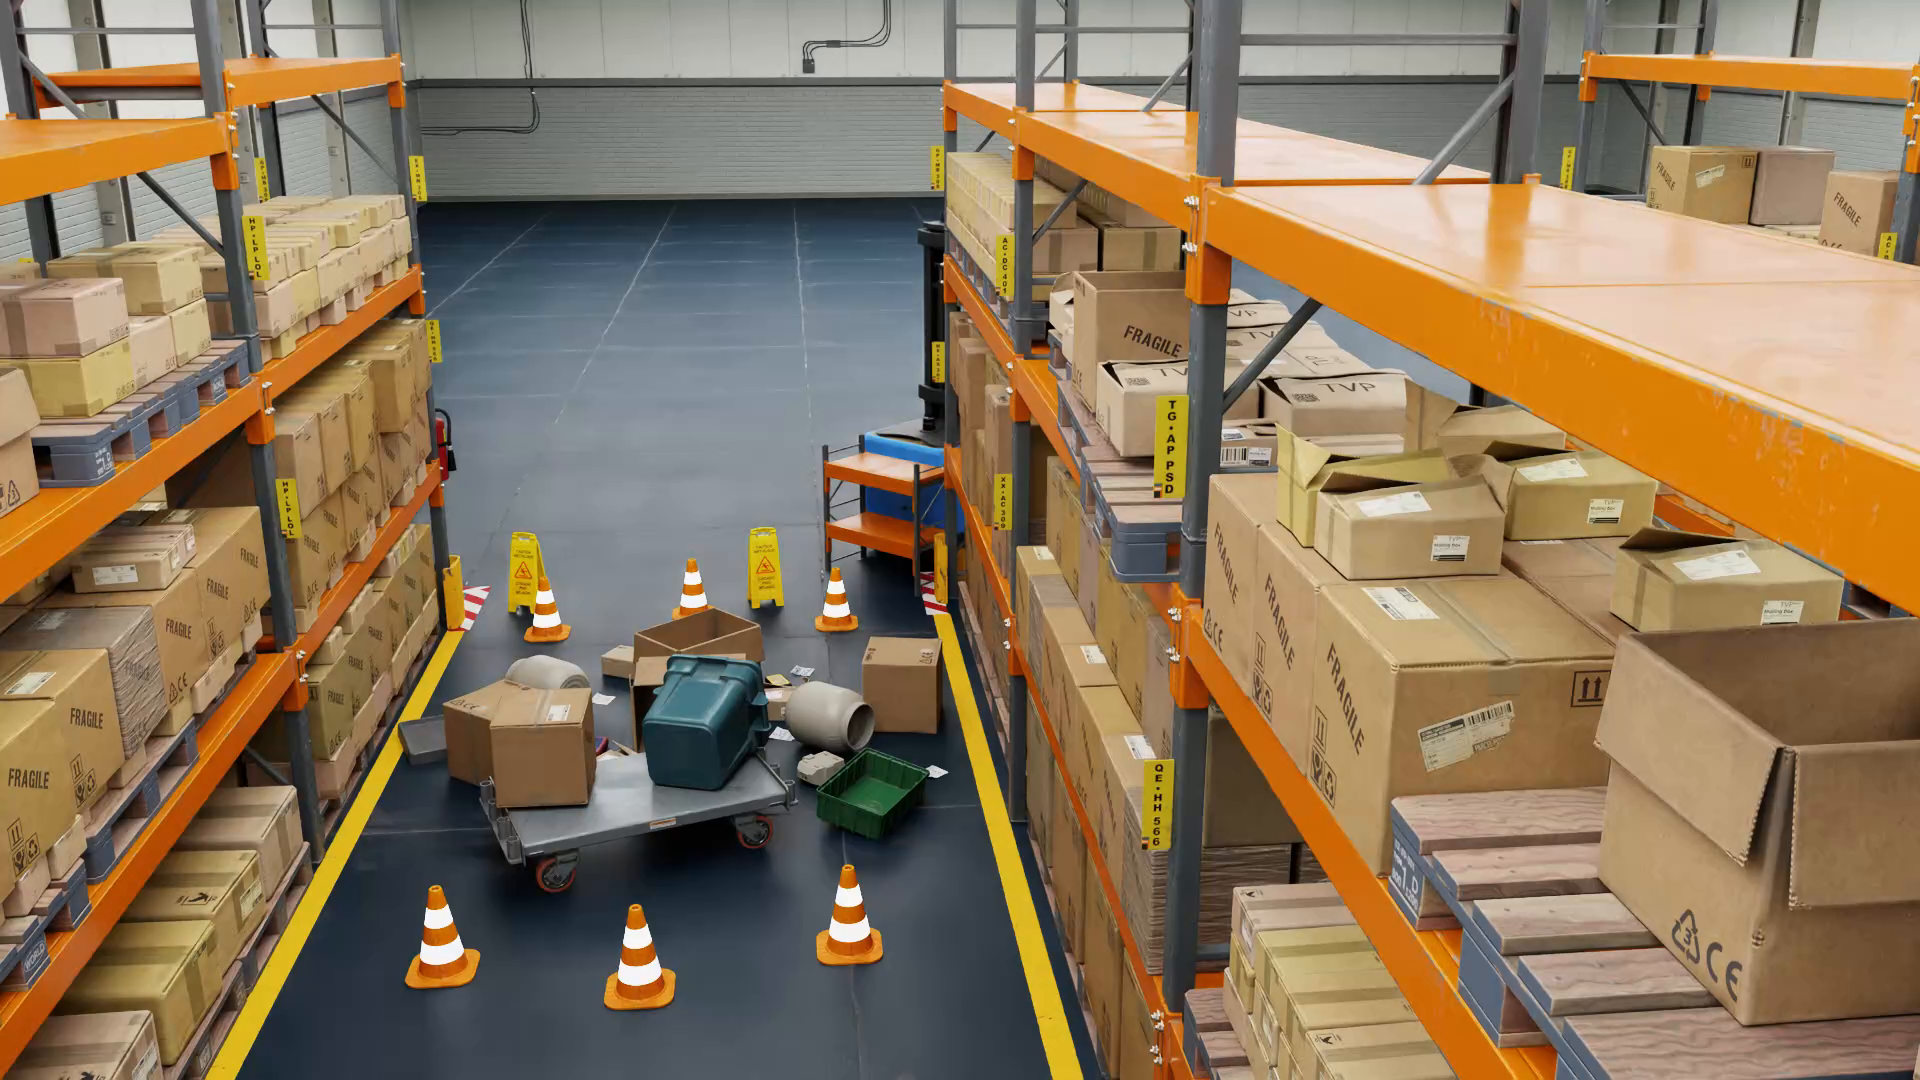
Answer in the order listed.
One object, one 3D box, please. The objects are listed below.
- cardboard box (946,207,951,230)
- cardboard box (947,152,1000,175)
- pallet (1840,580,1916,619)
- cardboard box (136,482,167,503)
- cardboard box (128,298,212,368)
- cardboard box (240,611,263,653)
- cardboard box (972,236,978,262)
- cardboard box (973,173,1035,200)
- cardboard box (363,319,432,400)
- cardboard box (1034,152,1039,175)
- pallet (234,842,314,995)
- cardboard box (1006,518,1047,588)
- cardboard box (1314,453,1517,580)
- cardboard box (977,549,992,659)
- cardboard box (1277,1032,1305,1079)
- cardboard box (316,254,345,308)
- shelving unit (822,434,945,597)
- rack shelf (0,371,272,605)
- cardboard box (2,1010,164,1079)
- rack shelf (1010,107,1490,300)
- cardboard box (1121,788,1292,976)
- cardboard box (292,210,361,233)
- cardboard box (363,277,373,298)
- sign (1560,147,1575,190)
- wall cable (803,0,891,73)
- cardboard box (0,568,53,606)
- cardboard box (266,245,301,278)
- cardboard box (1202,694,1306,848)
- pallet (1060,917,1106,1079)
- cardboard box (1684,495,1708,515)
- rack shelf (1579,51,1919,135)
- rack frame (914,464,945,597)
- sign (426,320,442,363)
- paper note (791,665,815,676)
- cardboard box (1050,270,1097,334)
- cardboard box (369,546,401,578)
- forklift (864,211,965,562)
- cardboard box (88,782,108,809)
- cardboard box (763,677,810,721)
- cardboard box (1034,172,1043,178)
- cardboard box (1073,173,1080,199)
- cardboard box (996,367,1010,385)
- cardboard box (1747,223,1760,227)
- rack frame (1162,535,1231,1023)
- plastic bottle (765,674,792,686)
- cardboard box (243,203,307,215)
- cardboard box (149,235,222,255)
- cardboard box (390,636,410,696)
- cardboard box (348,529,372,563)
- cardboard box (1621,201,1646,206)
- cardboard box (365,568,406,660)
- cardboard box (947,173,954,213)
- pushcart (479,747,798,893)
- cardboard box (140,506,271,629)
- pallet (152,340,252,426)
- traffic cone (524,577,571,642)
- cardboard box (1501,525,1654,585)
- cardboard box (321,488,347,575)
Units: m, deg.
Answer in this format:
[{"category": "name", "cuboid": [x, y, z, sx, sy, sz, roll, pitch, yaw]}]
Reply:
[{"category": "cardboard box", "cuboid": [0.098, -2.418, 12.487, 0.380, 0.149, 0.250, -2, 18, -5]}, {"category": "cardboard box", "cuboid": [0.099, -2.801, 12.376, 0.380, 0.149, 0.250, -2, 17, -5]}, {"category": "pallet", "cuboid": [5.672, 0.422, 9.218, 1.003, 0.211, 1.213, -2, 18, -6]}, {"category": "cardboard box", "cuboid": [-4.472, -0.063, 9.780, 0.500, 0.500, 0.500, -1, 17, -4]}, {"category": "cardboard box", "cuboid": [-3.915, -0.986, 7.924, 0.500, 0.250, 0.500, -2, 18, -7]}, {"category": "cardboard box", "cuboid": [-3.791, 0.469, 8.468, 0.380, 0.149, 0.250, -2, 17, -5]}, {"category": "cardboard box", "cuboid": [0.280, -1.891, 10.810, 0.380, 0.149, 0.250, -2, 18, -6]}, {"category": "cardboard box", "cuboid": [0.282, -2.270, 10.685, 0.380, 0.149, 0.250, -2, 17, -5]}, {"category": "cardboard box", "cuboid": [-4.262, -1.309, 12.077, 0.700, 0.500, 0.500, -2, 18, -7]}, {"category": "cardboard box", "cuboid": [0.754, -2.820, 12.438, 0.380, 0.149, 0.250, -2, 18, -5]}, {"category": "pallet", "cuboid": [-4.037, 1.967, 8.633, 1.003, 0.211, 1.213, -2, 18, -6]}, {"category": "cardboard box", "cuboid": [0.744, 0.040, 9.863, 0.875, 0.550, 0.550, -2, 18, -6]}, {"category": "cardboard box", "cuboid": [1.093, -0.073, 4.024, 0.396, 0.266, 0.258, -2, 18, -6]}, {"category": "cardboard box", "cuboid": [0.610, 0.305, 12.116, 0.875, 0.875, 0.875, -2, 18, -7]}, {"category": "cardboard box", "cuboid": [1.118, 1.501, 4.683, 0.380, 0.149, 0.250, -2, 18, -7]}, {"category": "cardboard box", "cuboid": [-3.993, -1.540, 9.892, 0.500, 0.250, 0.500, -2, 18, -5]}, {"category": "shelving unit", "cuboid": [-0.601, -0.223, 14.083, 1.048, 1.125, 0.538, 14, 22, 37]}, {"category": "rack shelf", "cuboid": [-3.913, -0.088, 6.714, 1.077, 0.370, 4.000, -2, 18, -6]}, {"category": "cardboard box", "cuboid": [-3.839, 2.261, 6.725, 0.950, 0.372, 0.625, -2, 18, -7]}, {"category": "rack shelf", "cuboid": [1.000, -1.511, 6.908, 1.077, 0.370, 4.000, -2, 18, -6]}, {"category": "cardboard box", "cuboid": [0.893, 1.240, 6.127, 0.500, 0.500, 0.500, -2, 18, -6]}, {"category": "cardboard box", "cuboid": [-4.177, -2.084, 10.959, 0.380, 0.149, 0.250, -2, 18, -6]}, {"category": "cardboard box", "cuboid": [-4.132, -1.697, 11.060, 0.380, 0.149, 0.250, -2, 18, -6]}, {"category": "sign", "cuboid": [4.786, -2.925, 13.091, 0.100, 0.325, 0.005, -2, 18, -6]}, {"category": "wall cable", "cuboid": [-2.931, -15.028, 42.416, 2.305, 6.003, 0.169, -2, 18, -6]}, {"category": "cardboard box", "cuboid": [-4.208, 0.176, 7.232, 0.380, 0.149, 0.250, -1, 17, -3]}, {"category": "cardboard box", "cuboid": [-3.901, -1.547, 9.249, 0.380, 0.149, 0.250, -2, 18, -7]}, {"category": "cardboard box", "cuboid": [1.170, 0.754, 6.003, 0.700, 0.500, 0.500, -2, 18, -6]}, {"category": "pallet", "cuboid": [1.078, 2.144, 8.069, 1.003, 0.211, 1.213, -2, 18, -6]}, {"category": "cardboard box", "cuboid": [5.283, -0.284, 11.567, 0.380, 0.149, 0.250, -2, 18, -6]}, {"category": "rack shelf", "cuboid": [5.532, -3.015, 11.037, 1.077, 0.370, 4.000, -2, 18, -6]}, {"category": "rack frame", "cuboid": [-0.207, -0.127, 13.777, 0.032, 1.125, 0.500, 14, 22, 37]}, {"category": "sign", "cuboid": [-3.977, -1.502, 12.565, 0.100, 0.325, 0.005, -2, 18, -6]}, {"category": "paper note", "cuboid": [-1.150, 0.954, 12.162, 0.144, 0.017, 0.142, 4, 18, 13]}, {"category": "cardboard box", "cuboid": [0.608, -1.206, 8.432, 0.258, 0.266, 0.396, -2, 18, -7]}, {"category": "cardboard box", "cuboid": [-4.037, 0.148, 11.324, 0.380, 0.149, 0.250, -1, 17, -3]}, {"category": "forklift", "cuboid": [0.450, -1.557, 15.315, 1.130, 2.935, 3.031, 14, 22, 38]}, {"category": "cardboard box", "cuboid": [-3.711, 1.010, 6.744, 0.380, 0.149, 0.250, -1, 17, -3]}, {"category": "cardboard box", "cuboid": [-1.215, 1.071, 11.396, 0.396, 0.266, 0.258, 1, 17, 4]}, {"category": "cardboard box", "cuboid": [0.710, -2.583, 12.347, 0.500, 0.250, 0.500, -2, 17, -5]}, {"category": "cardboard box", "cuboid": [0.938, -2.291, 10.751, 0.380, 0.149, 0.250, -2, 18, -6]}, {"category": "cardboard box", "cuboid": [0.699, -0.802, 10.743, 0.875, 0.550, 0.550, -2, 18, -6]}, {"category": "cardboard box", "cuboid": [5.792, -2.182, 11.770, 0.380, 0.149, 0.250, -3, 18, -8]}, {"category": "rack frame", "cuboid": [1.207, 1.413, 5.741, 1.000, 3.000, 0.127, -2, 18, -6]}, {"category": "plastic bottle", "cuboid": [-1.281, 1.036, 11.849, 0.133, 0.061, 0.283, -8, 19, -25]}, {"category": "cardboard box", "cuboid": [-4.692, -2.216, 11.381, 0.380, 0.149, 0.250, -2, 18, -6]}, {"category": "cardboard box", "cuboid": [-4.492, -1.685, 9.689, 0.380, 0.149, 0.250, -2, 18, -7]}, {"category": "cardboard box", "cuboid": [-4.076, 0.867, 11.370, 0.500, 0.250, 0.500, -2, 18, -8]}, {"category": "cardboard box", "cuboid": [-3.955, 0.039, 10.537, 0.380, 0.149, 0.250, -2, 18, -5]}, {"category": "cardboard box", "cuboid": [5.124, -2.554, 12.955, 0.380, 0.149, 0.250, -2, 18, -6]}, {"category": "cardboard box", "cuboid": [-4.087, 0.503, 11.277, 0.500, 0.500, 0.500, -2, 18, -7]}, {"category": "cardboard box", "cuboid": [0.176, -2.568, 12.300, 0.500, 0.250, 0.500, -2, 18, -6]}, {"category": "pushcart", "cuboid": [-1.856, 1.570, 9.619, 1.648, 0.377, 0.936, -8, 19, -25]}, {"category": "cardboard box", "cuboid": [-3.843, 0.145, 8.416, 0.500, 0.500, 0.500, -2, 18, -7]}, {"category": "pallet", "cuboid": [-4.161, -0.750, 7.936, 1.213, 0.211, 1.003, -2, 18, -6]}, {"category": "traffic cone", "cuboid": [-3.204, 0.511, 12.849, 0.336, 0.463, 0.334, -2, 18, -6]}, {"category": "cardboard box", "cuboid": [1.583, 0.245, 4.287, 0.500, 0.500, 0.500, -2, 18, -6]}, {"category": "cardboard box", "cuboid": [-3.962, -0.074, 9.814, 0.500, 0.500, 0.500, -2, 18, -6]}]
